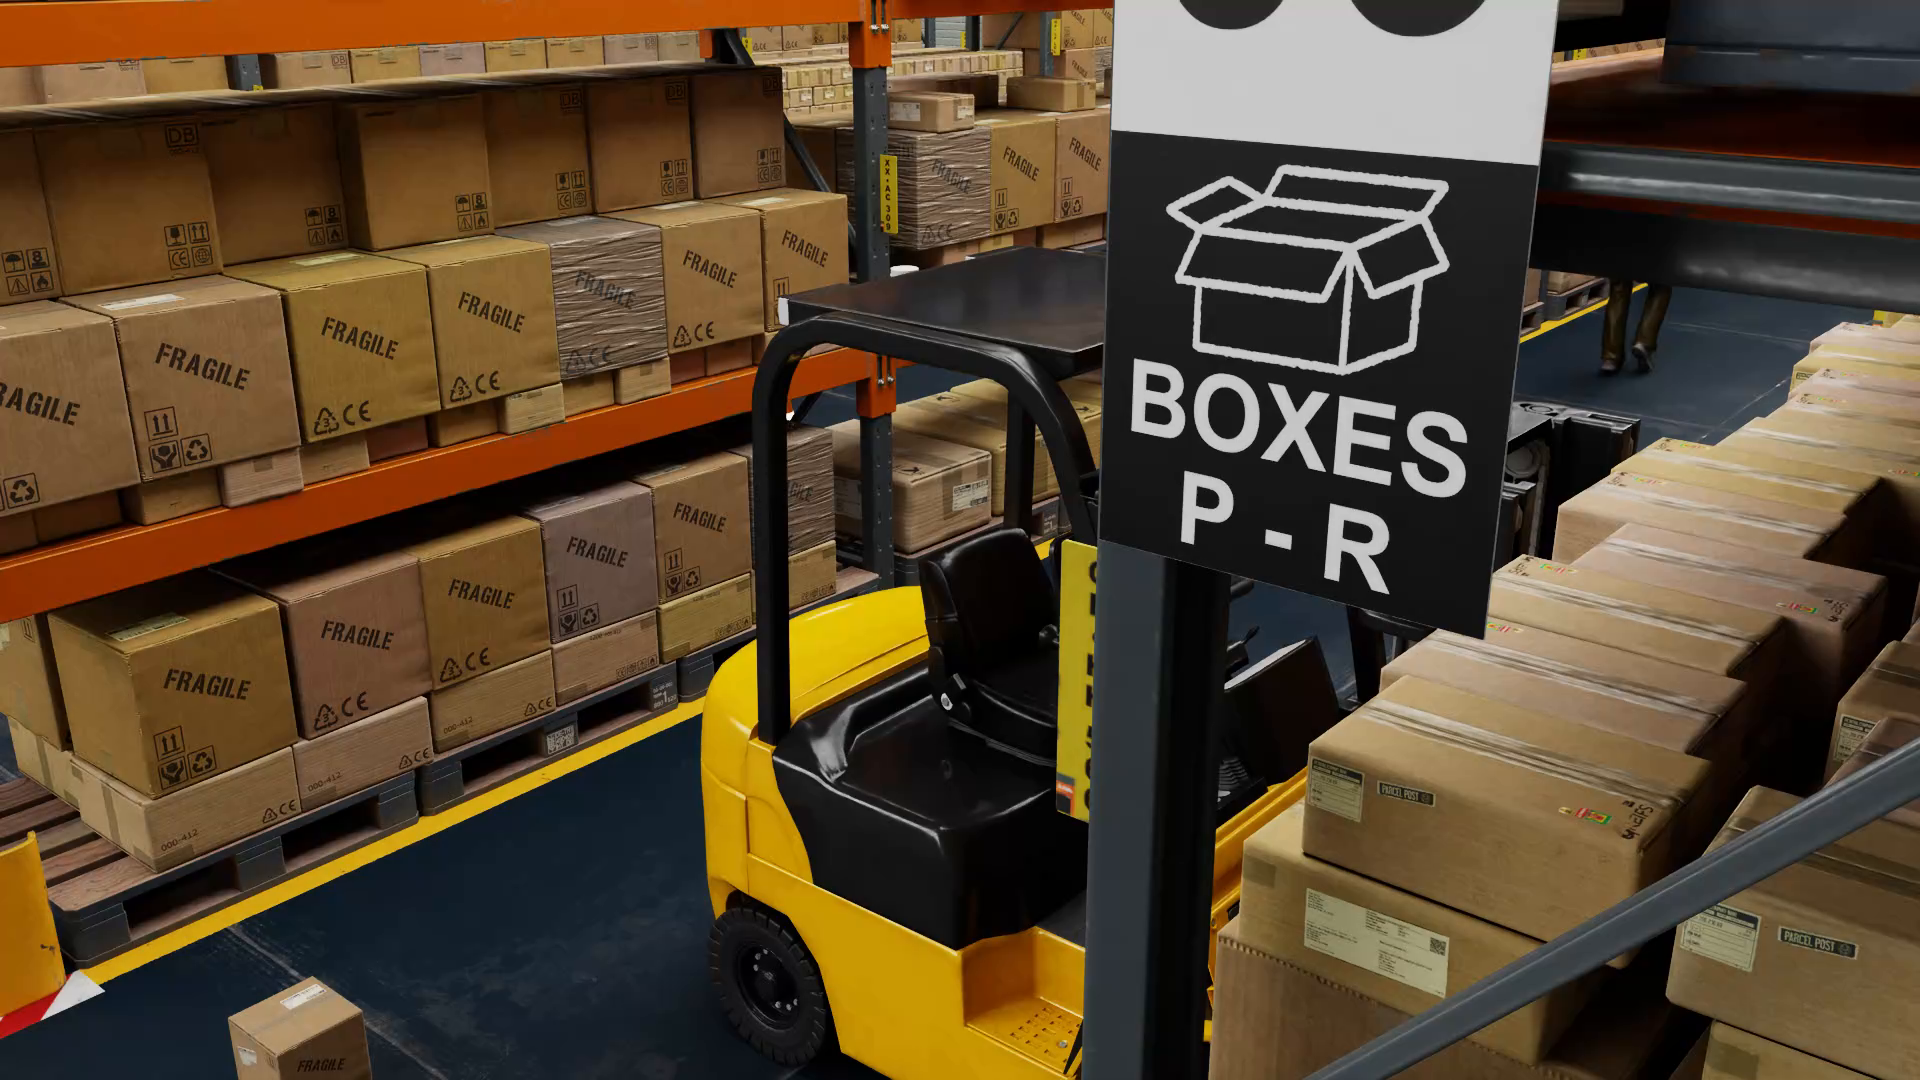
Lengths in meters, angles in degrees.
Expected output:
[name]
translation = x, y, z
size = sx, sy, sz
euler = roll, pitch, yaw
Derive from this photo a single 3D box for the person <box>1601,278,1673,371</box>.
[person]
translation = 4.825, -2.062, 11.833
size = 0.565, 1.842, 0.548
euler = 15, 25, 36
